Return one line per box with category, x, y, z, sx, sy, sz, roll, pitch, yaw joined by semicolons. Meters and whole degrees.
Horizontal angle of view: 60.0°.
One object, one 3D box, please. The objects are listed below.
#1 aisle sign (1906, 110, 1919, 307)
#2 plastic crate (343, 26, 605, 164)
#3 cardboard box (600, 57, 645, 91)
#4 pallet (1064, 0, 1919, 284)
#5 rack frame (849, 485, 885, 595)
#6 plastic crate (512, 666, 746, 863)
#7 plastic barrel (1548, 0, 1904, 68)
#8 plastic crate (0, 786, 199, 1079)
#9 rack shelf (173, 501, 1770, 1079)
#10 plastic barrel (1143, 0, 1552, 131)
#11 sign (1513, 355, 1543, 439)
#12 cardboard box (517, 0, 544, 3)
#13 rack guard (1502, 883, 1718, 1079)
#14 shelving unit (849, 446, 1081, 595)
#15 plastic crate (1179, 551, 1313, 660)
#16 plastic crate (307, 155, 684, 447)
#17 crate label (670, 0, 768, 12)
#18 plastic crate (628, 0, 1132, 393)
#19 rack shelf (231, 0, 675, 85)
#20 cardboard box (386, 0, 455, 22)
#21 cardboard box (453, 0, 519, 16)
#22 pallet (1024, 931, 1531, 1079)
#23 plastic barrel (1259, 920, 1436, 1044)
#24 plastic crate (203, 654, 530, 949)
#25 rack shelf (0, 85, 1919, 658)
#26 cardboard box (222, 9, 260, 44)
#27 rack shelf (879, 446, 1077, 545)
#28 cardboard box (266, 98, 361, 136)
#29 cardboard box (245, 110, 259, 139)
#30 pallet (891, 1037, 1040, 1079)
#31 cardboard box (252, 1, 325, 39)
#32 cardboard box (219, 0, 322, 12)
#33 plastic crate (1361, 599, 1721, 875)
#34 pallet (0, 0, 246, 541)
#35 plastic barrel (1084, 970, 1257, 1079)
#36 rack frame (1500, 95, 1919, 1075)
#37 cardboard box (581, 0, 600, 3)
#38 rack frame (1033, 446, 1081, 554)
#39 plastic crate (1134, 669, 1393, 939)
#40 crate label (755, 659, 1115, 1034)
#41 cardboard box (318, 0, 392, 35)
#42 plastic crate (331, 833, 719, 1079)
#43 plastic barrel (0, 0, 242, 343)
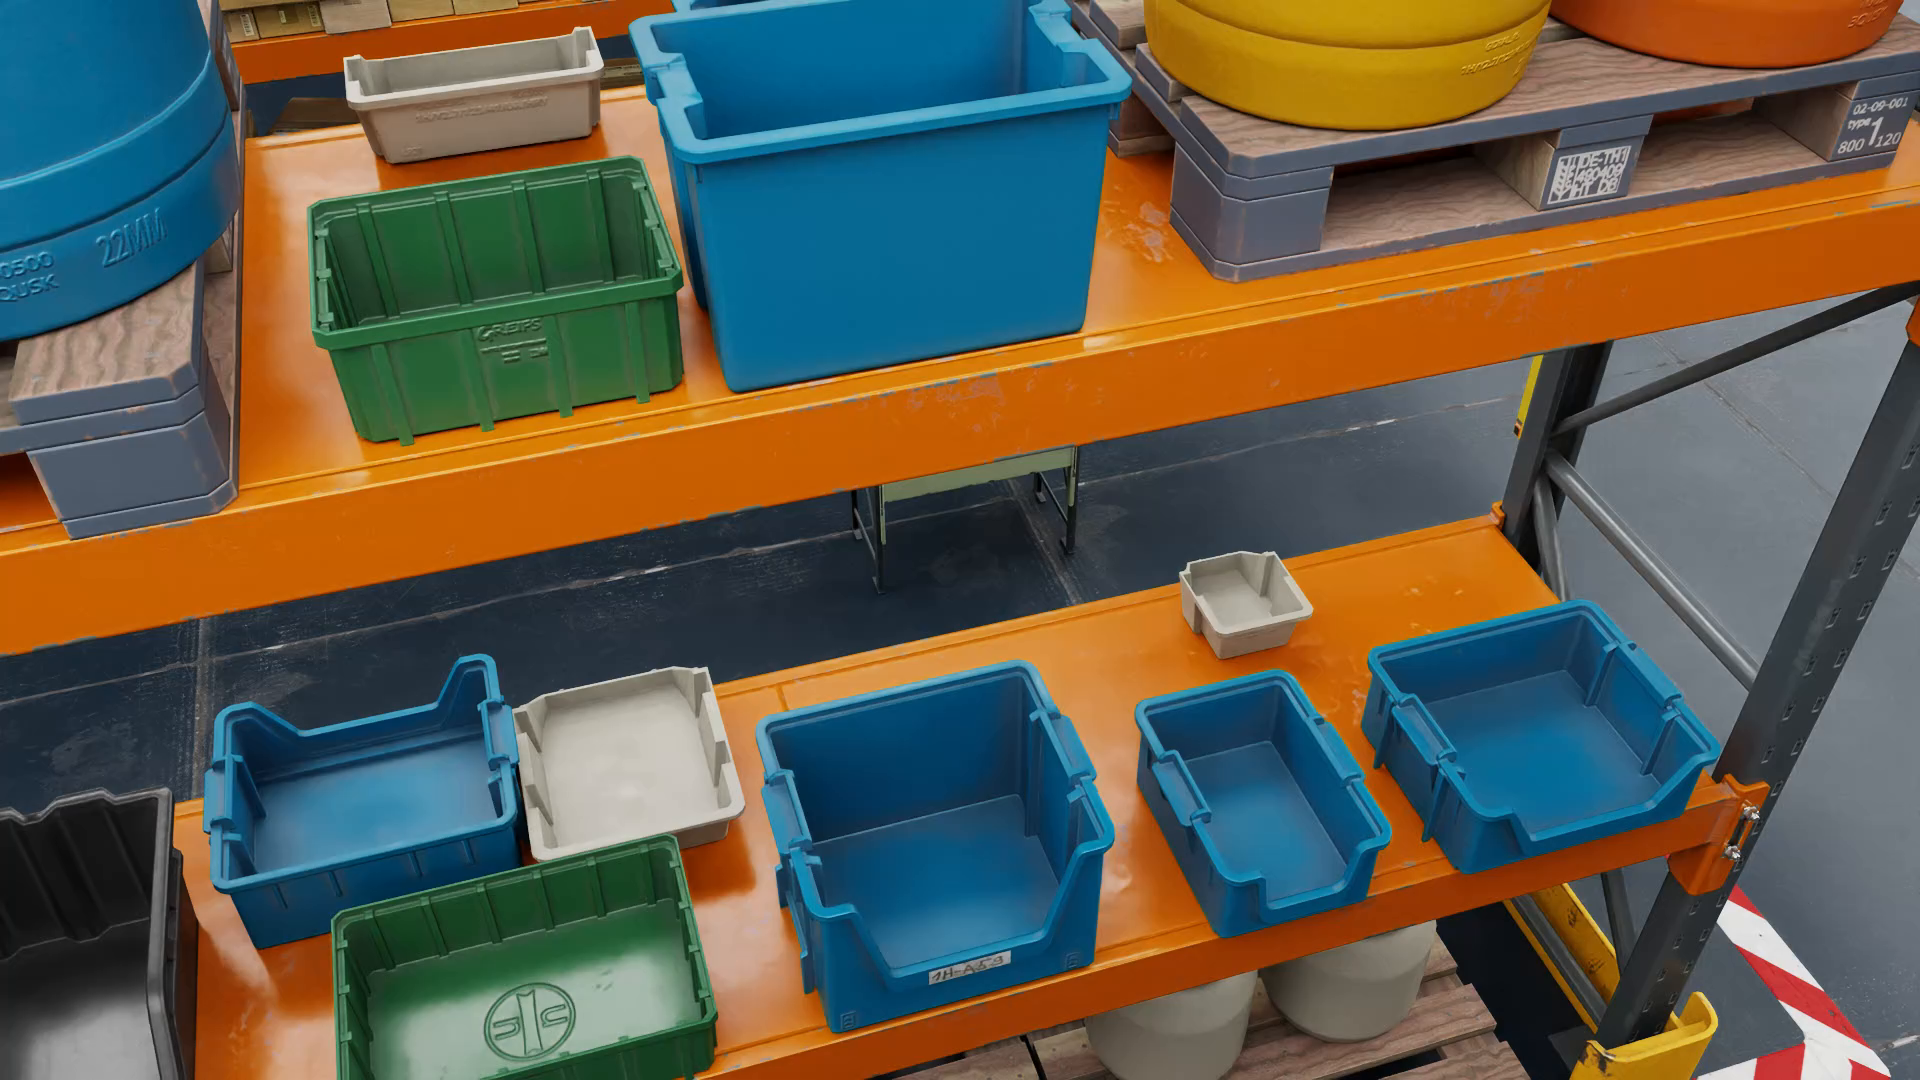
aisle sign;1.776;-0.728;2.828;0.004;0.787;0.394;-12;42;-13
plastic crate;-0.788;-0.732;2.728;0.396;0.136;0.243;-12;42;-13
cardboard box;-1.633;-1.882;7.705;0.500;0.500;0.500;-8;42;-9
pallet;0.799;-0.878;2.838;1.213;0.211;1.003;-12;42;-13
rack frame;-0.343;-0.494;5.675;0.023;1.500;0.400;-12;42;-13
plastic crate;-0.725;0.489;3.611;0.437;0.136;0.530;-12;42;-13
plastic barrel;1.192;-1.195;2.412;0.708;0.830;0.600;-12;42;-13
plastic crate;-1.660;0.869;3.023;0.504;0.338;0.767;-12;42;-13
rack shelf;-0.290;0.745;3.664;4.000;0.370;1.077;-12;42;-13
plastic barrel;0.569;-0.975;2.344;0.600;0.588;0.600;0;41;0
sign;1.457;-0.372;4.185;0.005;0.325;0.100;-12;42;-13
cardboard box;-1.738;-2.381;6.886;0.250;0.149;0.380;-12;42;-13
rack guard;1.559;1.065;4.651;0.348;0.500;1.175;-12;42;-13
shelving unit;0.006;-0.566;5.758;0.755;1.500;0.431;-12;42;-13
plastic crate;0.668;0.153;3.995;0.250;0.136;0.298;-12;42;-13
plastic crate;-0.611;-0.321;2.219;0.450;0.188;0.336;-12;42;-13
crate label;-0.267;-0.832;2.756;0.408;0.251;0.502;-12;42;-13
plastic crate;-0.111;-0.479;2.251;0.575;0.384;0.392;-12;42;-13
rack shelf;-1.778;-2.363;7.222;4.000;0.370;1.077;-12;42;-13
cardboard box;-2.205;-2.260;6.748;0.250;0.149;0.380;-12;42;-13
cardboard box;-1.963;-2.303;6.797;0.250;0.149;0.380;-12;42;-13
pallet;0.783;1.331;4.566;1.213;0.211;1.003;-12;42;-13
plastic barrel;1.013;1.036;4.357;0.421;0.512;0.421;0;41;0
plastic crate;-1.223;0.536;3.469;0.616;0.251;0.499;-12;42;-13
rack shelf;-0.290;-0.385;2.677;4.000;0.370;1.077;-12;42;-13
cardboard box;-2.917;-2.106;6.572;0.250;0.149;0.380;-12;42;-13
rack shelf;0.006;-0.321;5.973;0.720;0.370;0.431;-12;42;-13
cardboard box;-2.748;-1.628;7.414;0.500;0.500;0.500;1;41;1
cardboard box;-3.292;-1.510;7.279;0.500;0.500;0.500;-13;43;-14
pallet;-0.379;1.569;4.293;1.213;0.211;1.003;-12;42;-13
cardboard box;-2.682;-2.161;6.635;0.250;0.149;0.380;-12;42;-13
cardboard box;-2.750;-2.515;6.547;0.500;0.500;0.875;-12;42;-13
plastic crate;1.230;0.422;3.601;0.616;0.251;0.499;-12;42;-13
pallet;-1.539;-0.393;2.284;1.003;0.211;1.213;-12;42;-13
plastic barrel;0.535;1.135;4.243;0.421;0.512;0.421;0;41;0
rack frame;1.618;0.079;3.880;0.127;3.000;1.000;-12;42;-13
cardboard box;-1.479;-2.387;6.893;0.250;0.149;0.380;-12;42;-13
rack frame;0.355;-0.638;5.841;0.023;1.500;0.400;-12;42;-13
plastic crate;0.609;0.546;3.458;0.408;0.251;0.499;-12;42;-13
crate label;-0.057;0.599;3.258;0.616;0.435;0.502;-12;42;-13
cardboard box;-2.431;-2.185;6.662;0.250;0.149;0.380;-12;42;-13
plastic crate;-0.818;0.858;3.149;0.662;0.188;0.450;-12;42;-13
plastic barrel;-1.216;-0.737;1.833;0.708;0.901;0.600;-12;42;-13
